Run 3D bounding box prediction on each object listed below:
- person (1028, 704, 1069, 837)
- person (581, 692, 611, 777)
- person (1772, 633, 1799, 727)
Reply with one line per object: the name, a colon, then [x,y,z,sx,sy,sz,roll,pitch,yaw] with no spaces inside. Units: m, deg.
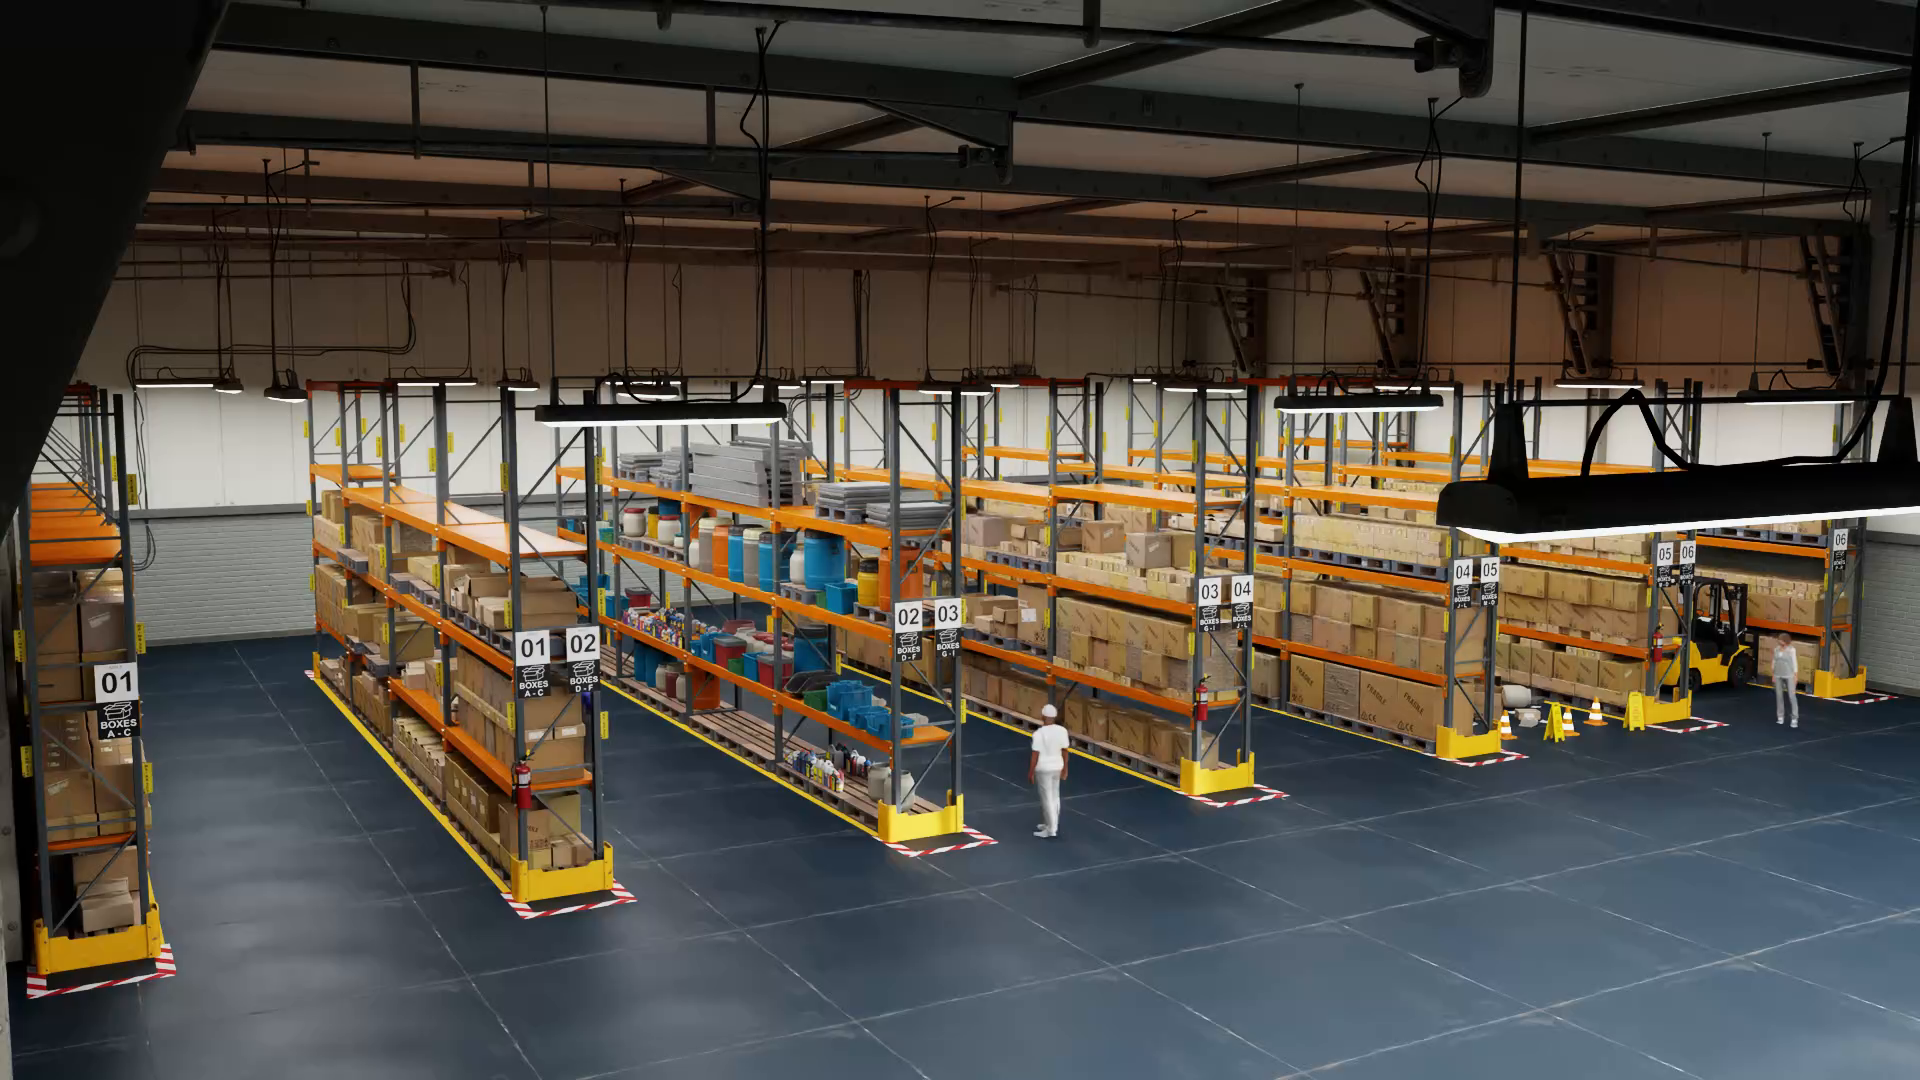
person: [1.140,3.075,22.337,0.605,1.777,0.525,-5,8,-39]
person: [-5.608,2.814,25.511,0.536,1.678,0.530,-1,6,-7]
person: [14.483,2.443,29.166,0.519,1.591,0.397,6,9,44]
